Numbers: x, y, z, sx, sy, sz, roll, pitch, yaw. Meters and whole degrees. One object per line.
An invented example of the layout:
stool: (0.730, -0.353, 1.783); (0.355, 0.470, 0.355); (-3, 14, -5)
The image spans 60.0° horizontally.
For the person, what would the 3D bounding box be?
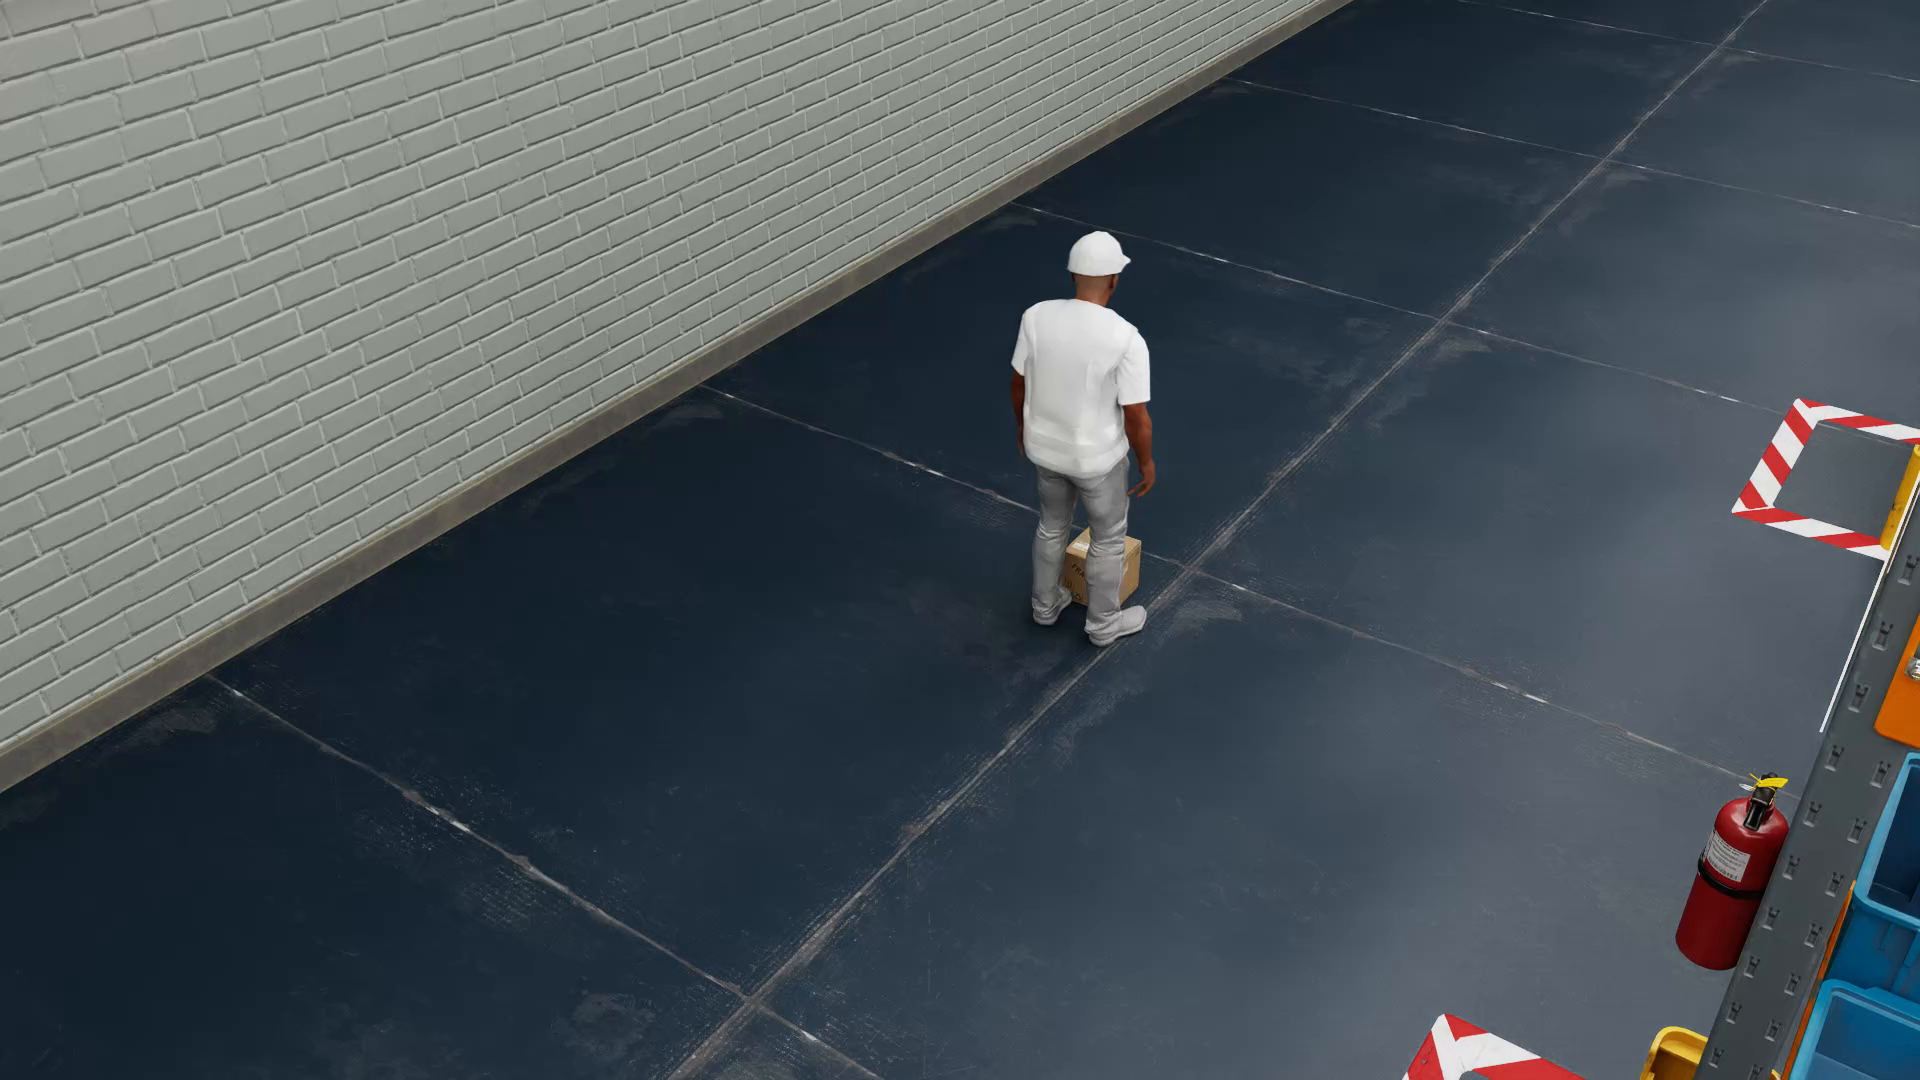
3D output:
person: (0.500, -0.389, 6.695); (0.631, 1.760, 0.463); (21, 40, 28)
